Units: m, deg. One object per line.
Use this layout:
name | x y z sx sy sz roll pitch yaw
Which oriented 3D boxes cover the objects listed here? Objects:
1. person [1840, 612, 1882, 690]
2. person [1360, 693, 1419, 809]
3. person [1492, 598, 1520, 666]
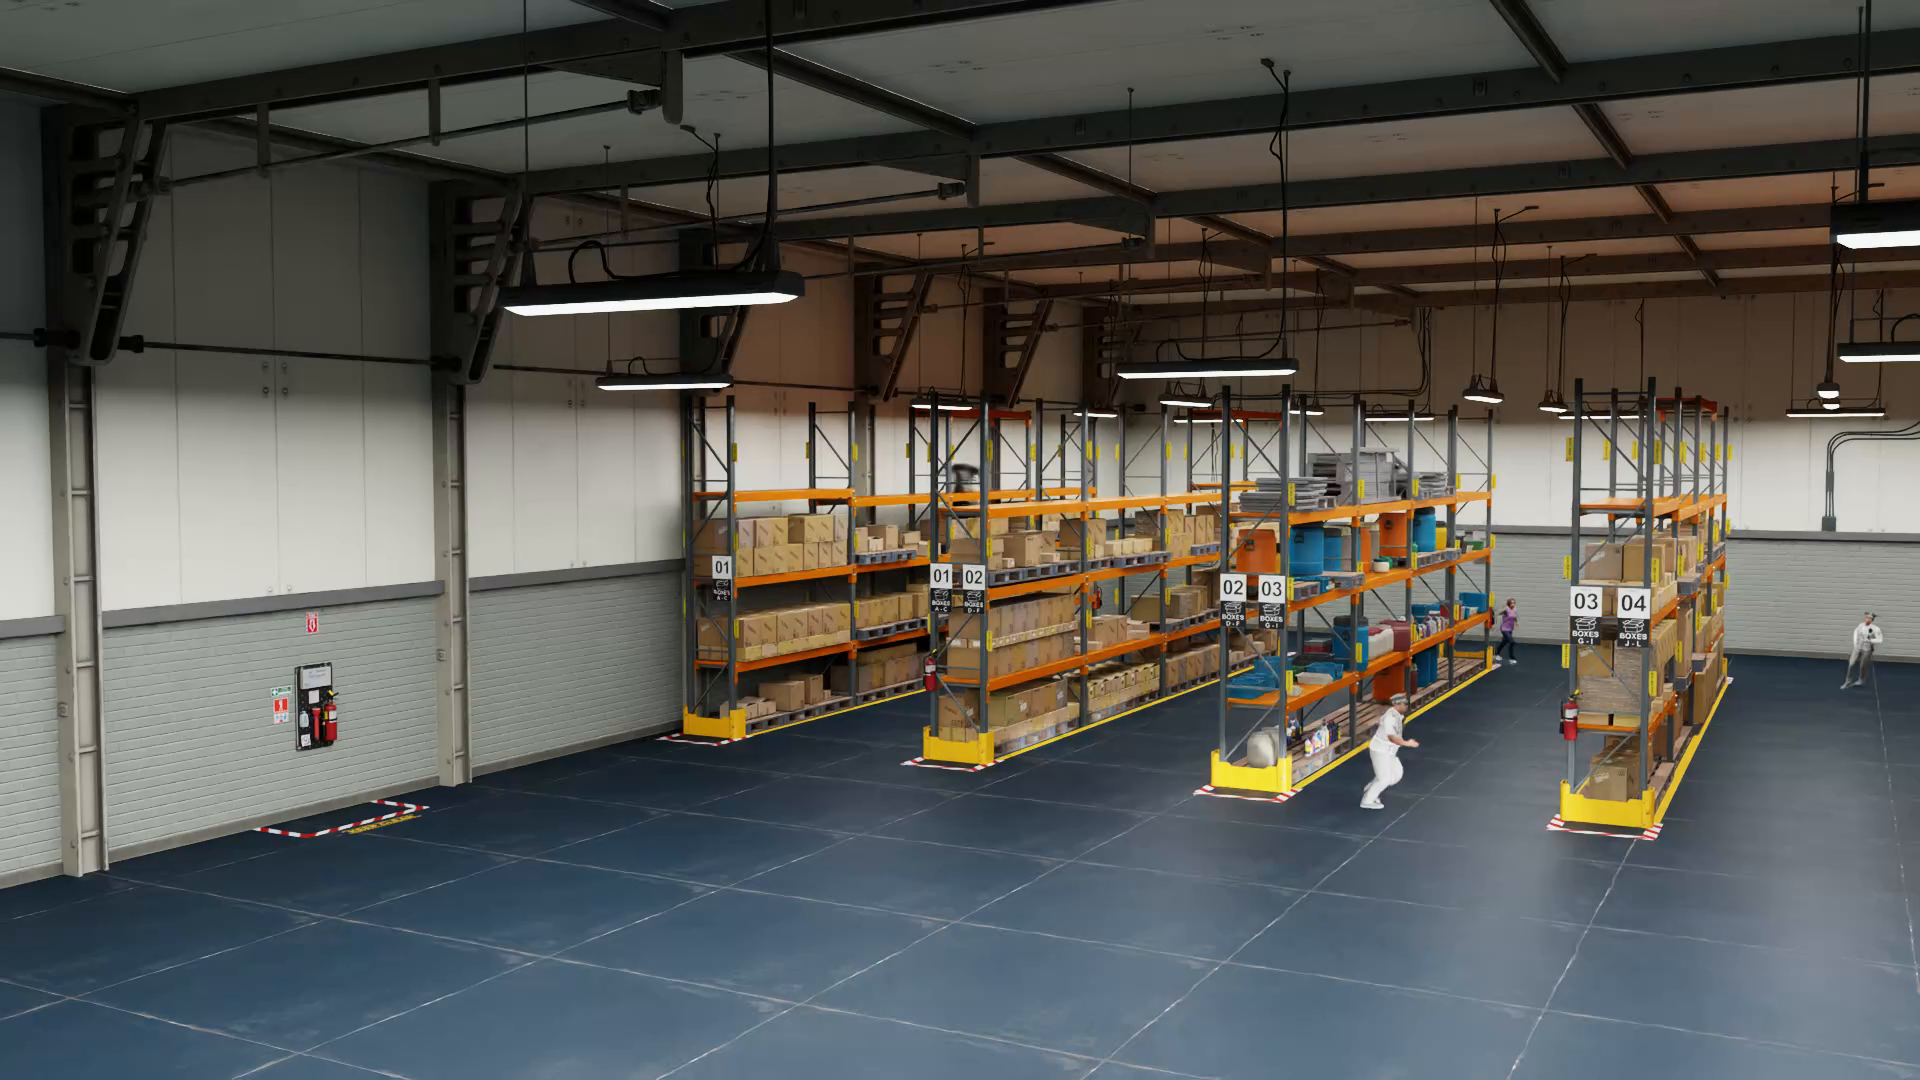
person | 19.097 2.336 35.103 0.804 1.678 0.714 -3 4 -44
person | 6.018 2.944 23.266 0.796 1.653 0.661 1 3 24
person | 12.906 2.157 39.370 0.516 1.599 0.819 -2 4 -35
